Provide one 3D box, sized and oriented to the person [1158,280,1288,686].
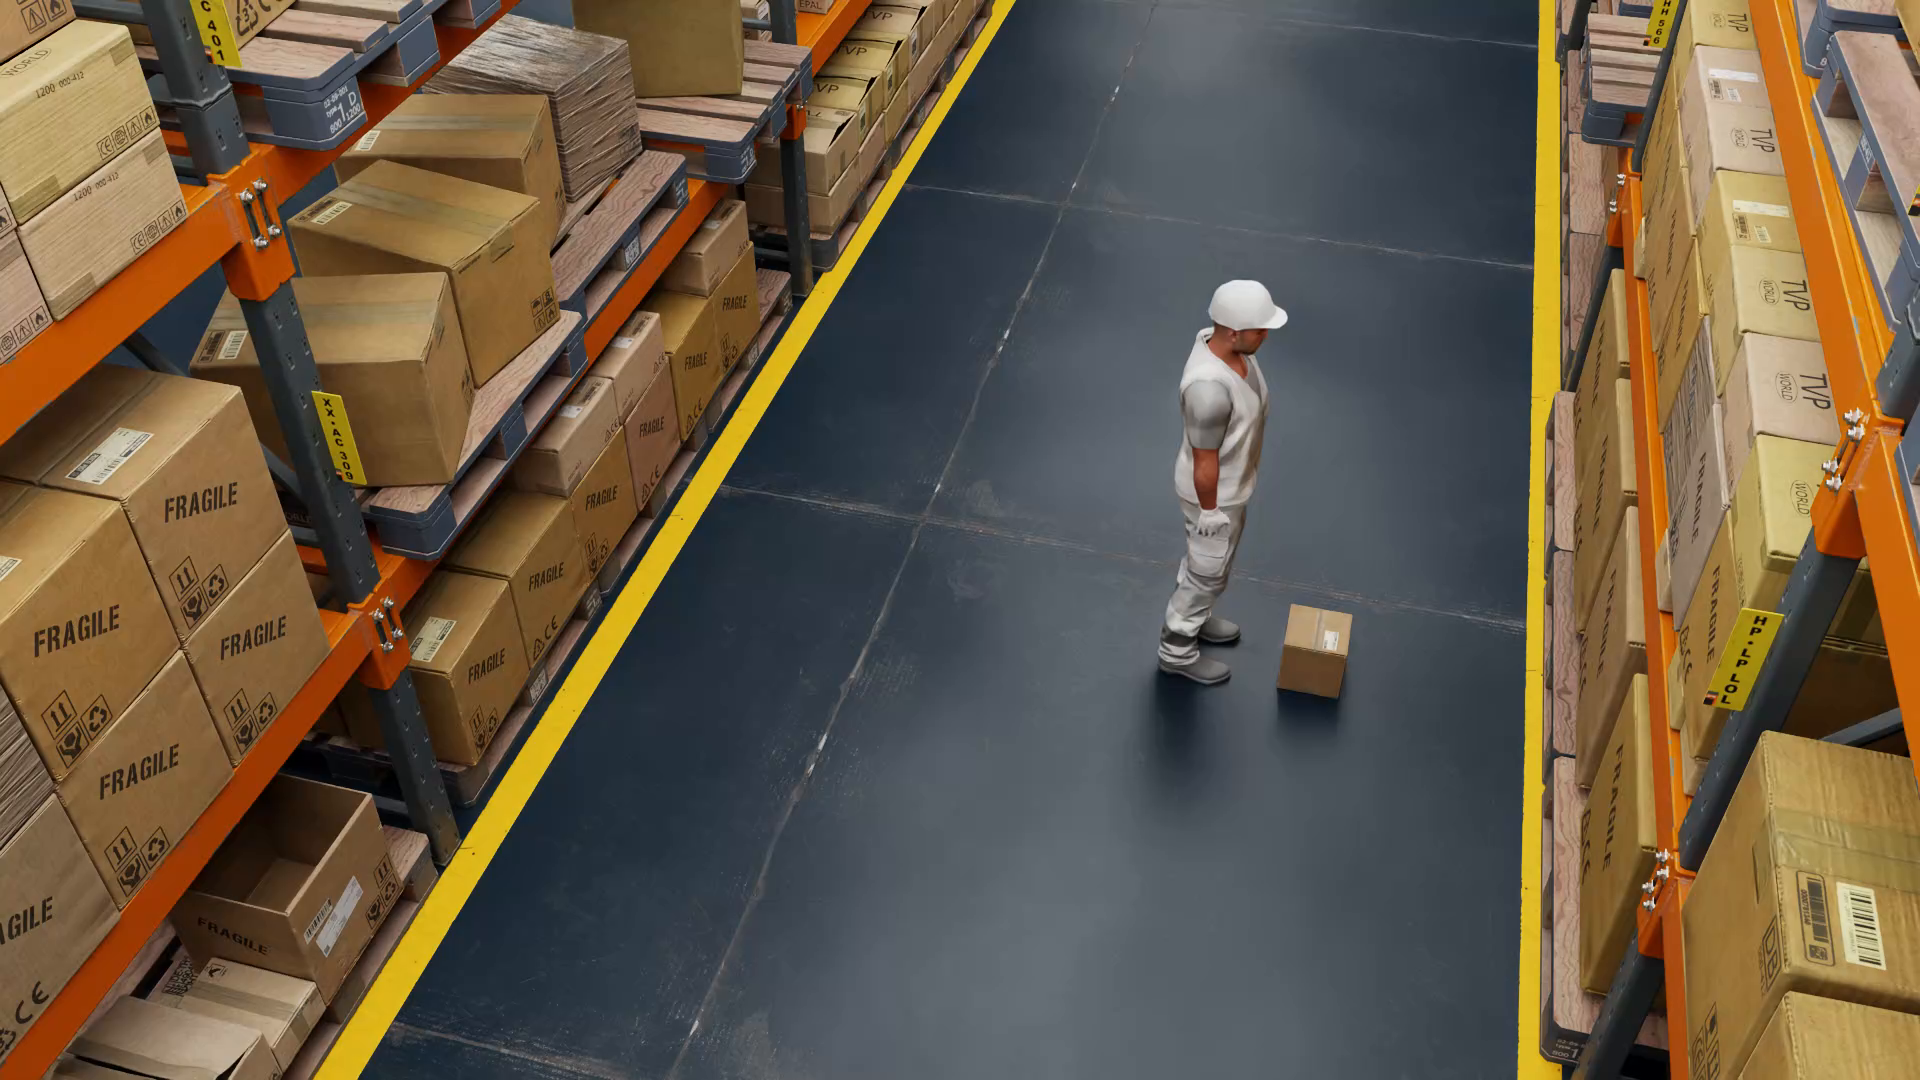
[{"bbox_3d":[0.989,-0.223,6.408,0.345,1.782,0.527,11,42,12],"label":"person"}]
